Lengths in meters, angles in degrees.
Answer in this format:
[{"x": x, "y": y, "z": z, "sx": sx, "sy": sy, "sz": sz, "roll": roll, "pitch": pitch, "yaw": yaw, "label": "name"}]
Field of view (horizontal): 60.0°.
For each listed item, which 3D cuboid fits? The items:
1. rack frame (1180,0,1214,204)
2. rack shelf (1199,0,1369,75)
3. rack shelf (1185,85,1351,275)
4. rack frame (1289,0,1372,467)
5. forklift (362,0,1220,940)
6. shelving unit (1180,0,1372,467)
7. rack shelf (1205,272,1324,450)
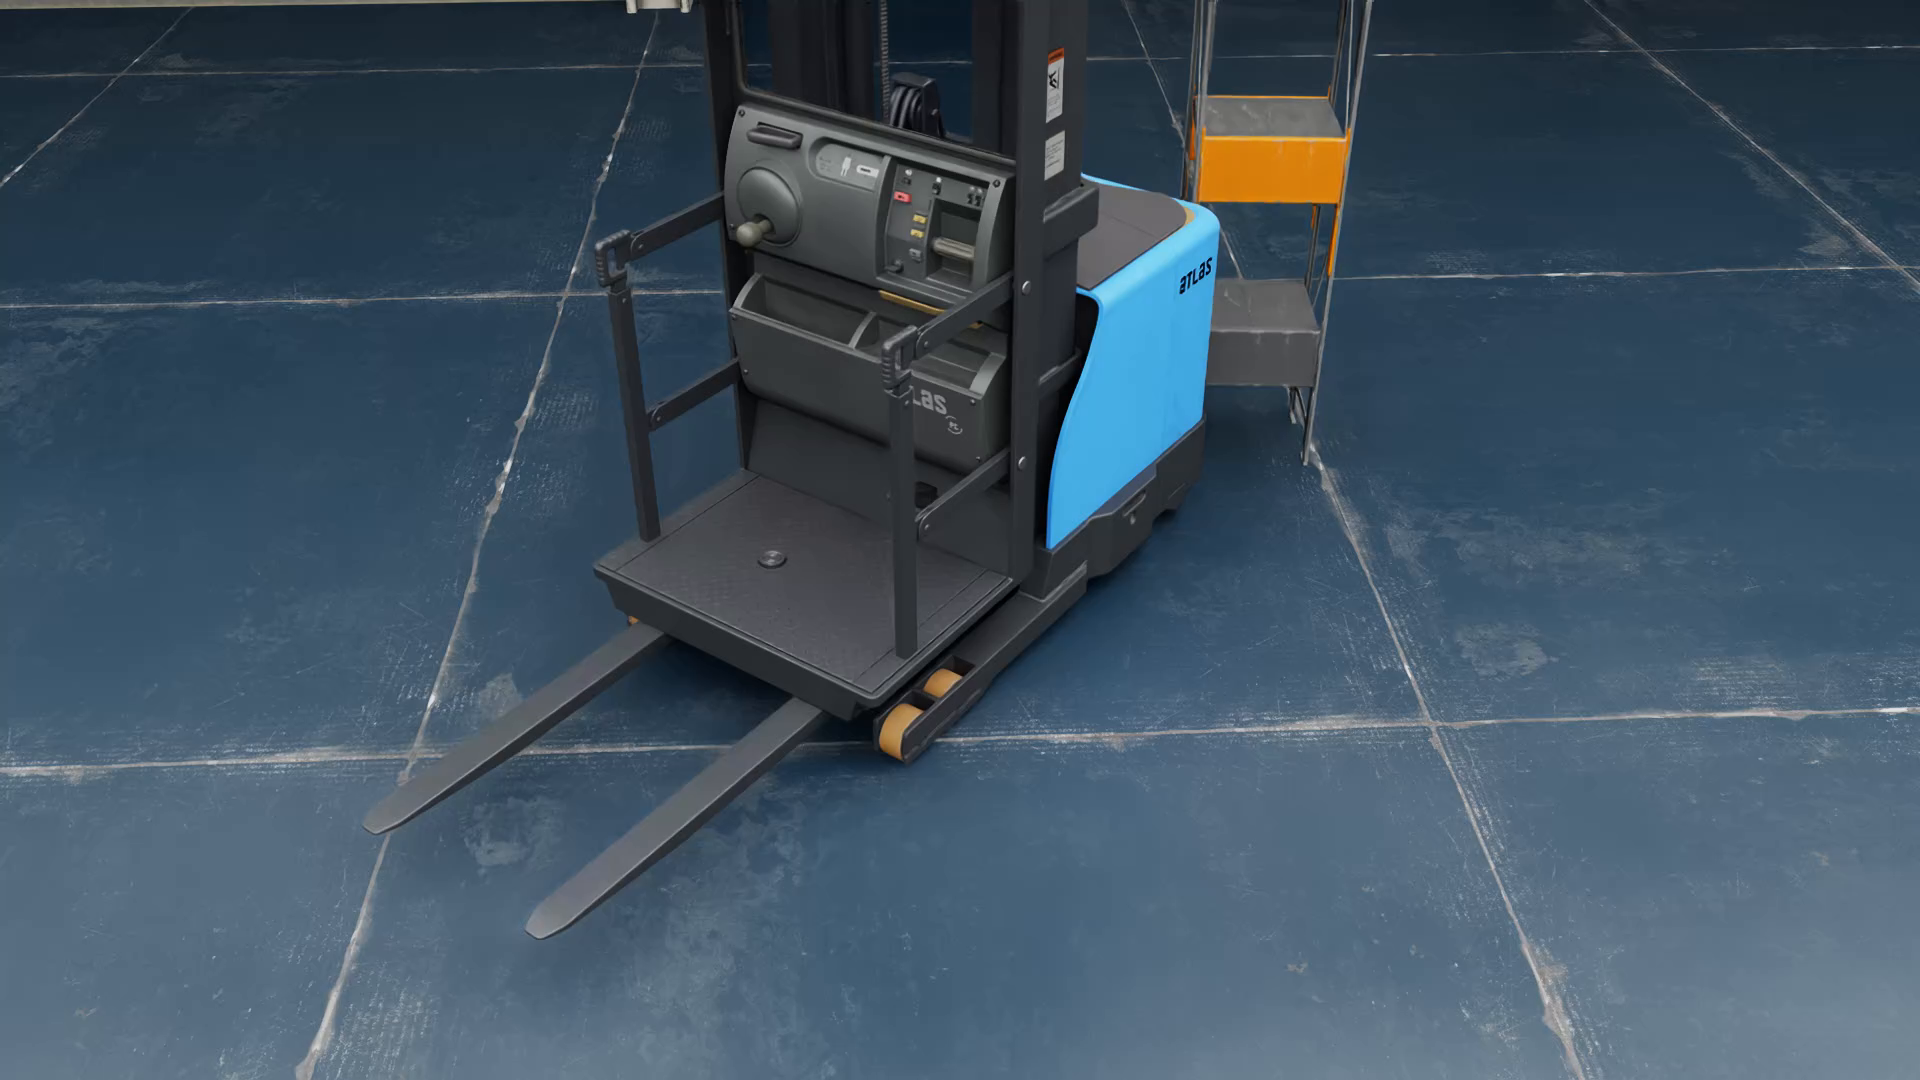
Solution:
[{"x": 0.792, "y": -1.255, "z": 5.719, "sx": 0.015, "sy": 2.100, "sz": 0.400, "roll": 1, "pitch": 35, "yaw": 1, "label": "rack frame"}, {"x": 1.036, "y": -1.816, "z": 5.322, "sx": 0.480, "sy": 0.518, "sz": 0.431, "roll": 1, "pitch": 35, "yaw": 1, "label": "rack shelf"}, {"x": 1.036, "y": -1.240, "z": 5.721, "sx": 0.480, "sy": 0.518, "sz": 0.431, "roll": 1, "pitch": 35, "yaw": 1, "label": "rack shelf"}, {"x": 1.280, "y": -1.247, "z": 5.707, "sx": 0.015, "sy": 2.100, "sz": 0.400, "roll": 1, "pitch": 35, "yaw": 1, "label": "rack frame"}, {"x": -0.399, "y": -0.877, "z": 4.442, "sx": 1.130, "sy": 2.935, "sz": 3.031, "roll": 22, "pitch": 40, "yaw": 28, "label": "forklift"}, {"x": 1.036, "y": -1.251, "z": 5.713, "sx": 0.503, "sy": 2.100, "sz": 0.431, "roll": 1, "pitch": 35, "yaw": 1, "label": "shelving unit"}, {"x": 1.036, "y": -0.664, "z": 6.119, "sx": 0.480, "sy": 0.518, "sz": 0.431, "roll": 1, "pitch": 35, "yaw": 1, "label": "rack shelf"}]
